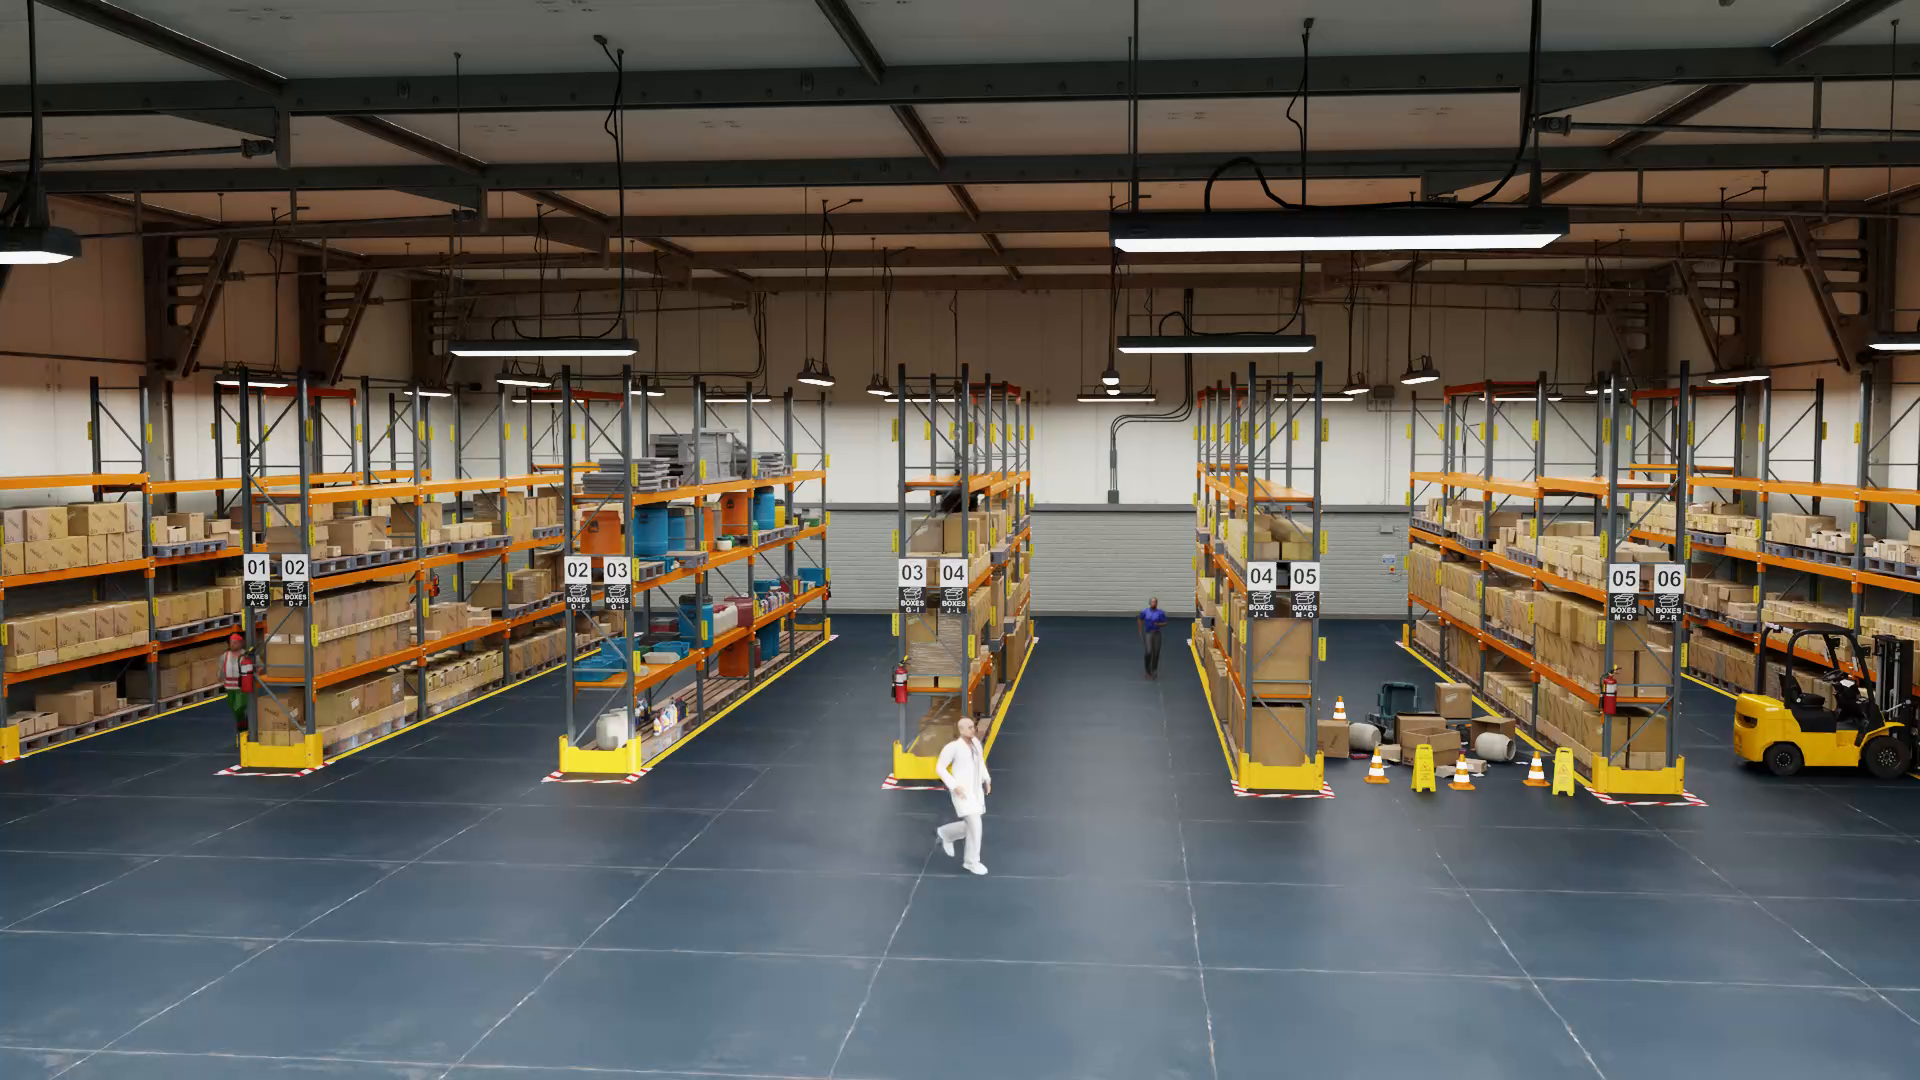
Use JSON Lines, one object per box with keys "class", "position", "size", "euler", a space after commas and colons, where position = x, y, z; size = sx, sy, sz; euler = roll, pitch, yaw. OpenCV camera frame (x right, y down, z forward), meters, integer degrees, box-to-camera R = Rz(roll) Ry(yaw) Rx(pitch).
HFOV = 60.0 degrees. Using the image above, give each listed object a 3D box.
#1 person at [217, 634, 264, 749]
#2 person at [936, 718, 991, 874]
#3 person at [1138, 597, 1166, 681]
{"class": "person", "position": [-11.541, 2.411, 26.572], "size": [0.630, 1.836, 0.764], "euler": [0, 4, 5]}
{"class": "person", "position": [0.018, 2.911, 19.138], "size": [0.817, 1.755, 0.731], "euler": [3, 5, 39]}
{"class": "person", "position": [3.916, 2.010, 33.839], "size": [0.543, 1.720, 0.755], "euler": [0, 4, -1]}
